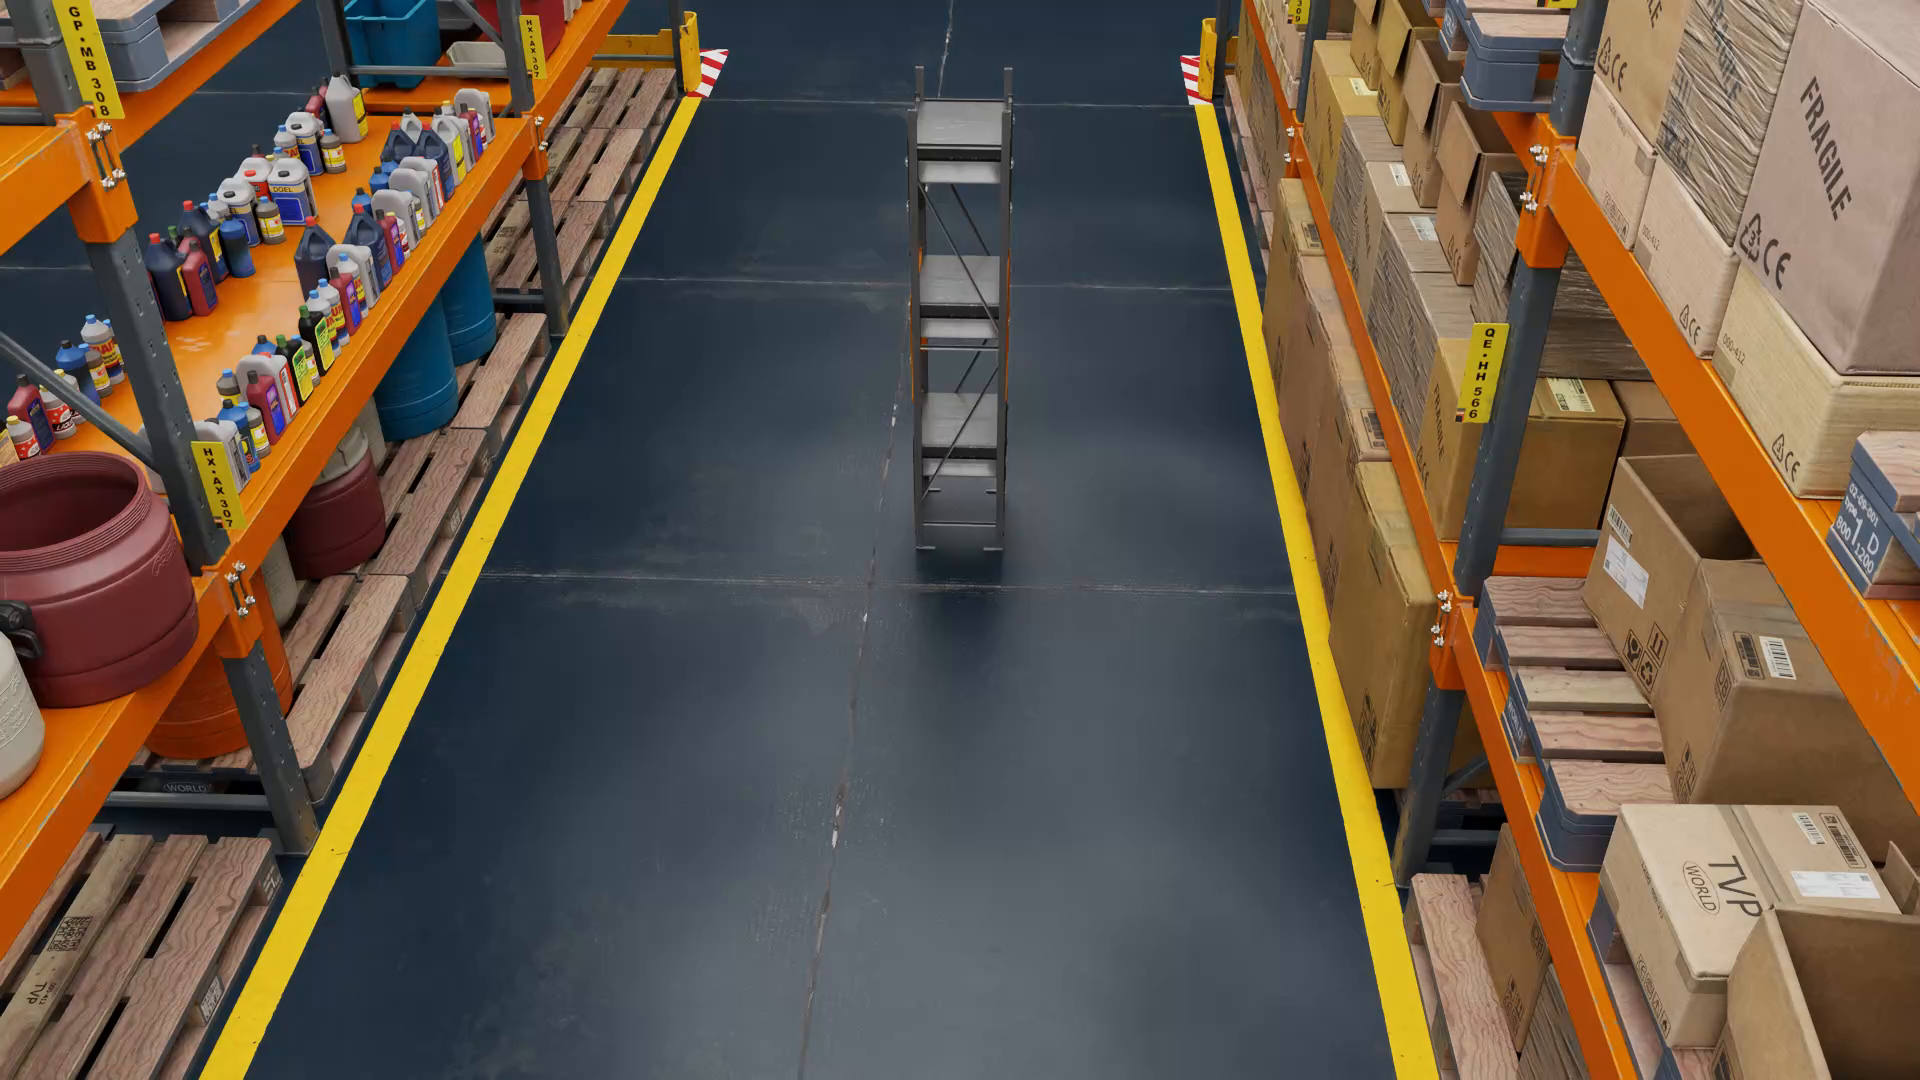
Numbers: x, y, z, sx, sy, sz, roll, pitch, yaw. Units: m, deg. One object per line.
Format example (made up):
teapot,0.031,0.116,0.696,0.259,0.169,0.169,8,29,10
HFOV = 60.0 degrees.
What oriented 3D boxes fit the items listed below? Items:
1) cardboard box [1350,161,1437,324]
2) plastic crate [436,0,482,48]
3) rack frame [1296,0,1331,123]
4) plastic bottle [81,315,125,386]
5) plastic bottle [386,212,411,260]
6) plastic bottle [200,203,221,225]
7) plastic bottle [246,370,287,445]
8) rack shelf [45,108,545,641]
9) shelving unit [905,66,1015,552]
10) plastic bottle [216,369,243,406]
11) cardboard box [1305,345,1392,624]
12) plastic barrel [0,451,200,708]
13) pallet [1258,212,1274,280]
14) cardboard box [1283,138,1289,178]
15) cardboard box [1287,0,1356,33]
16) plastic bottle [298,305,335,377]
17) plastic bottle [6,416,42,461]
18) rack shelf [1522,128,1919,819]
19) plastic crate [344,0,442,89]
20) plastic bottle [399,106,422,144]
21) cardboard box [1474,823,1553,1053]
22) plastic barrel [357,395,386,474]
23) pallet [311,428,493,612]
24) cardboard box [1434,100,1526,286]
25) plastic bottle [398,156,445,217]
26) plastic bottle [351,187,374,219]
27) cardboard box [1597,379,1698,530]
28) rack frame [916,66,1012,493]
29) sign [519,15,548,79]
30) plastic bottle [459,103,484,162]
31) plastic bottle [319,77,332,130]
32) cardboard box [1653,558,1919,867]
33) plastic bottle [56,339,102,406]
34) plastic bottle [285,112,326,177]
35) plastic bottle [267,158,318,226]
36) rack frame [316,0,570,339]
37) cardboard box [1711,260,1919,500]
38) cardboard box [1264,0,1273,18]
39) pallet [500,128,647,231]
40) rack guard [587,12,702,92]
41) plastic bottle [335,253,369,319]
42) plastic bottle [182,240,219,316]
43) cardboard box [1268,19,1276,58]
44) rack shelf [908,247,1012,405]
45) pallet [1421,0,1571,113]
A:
cardboard box,1.903,-1.204,6.767,0.500,0.500,0.500,2,35,3
plastic crate,-2.946,-2.970,9.555,0.437,0.125,0.590,1,35,2
rack frame,2.227,-2.295,8.406,1.000,3.000,0.127,1,35,2
plastic bottle,-3.245,-0.723,6.281,0.097,0.271,0.097,0,35,0
plastic bottle,-2.442,-1.316,7.187,0.097,0.201,0.097,0,35,0
plastic bottle,-3.204,-1.312,7.120,0.097,0.271,0.097,0,35,0
plastic bottle,-2.484,-0.492,5.943,0.061,0.283,0.133,1,35,2
rack shelf,-2.803,-0.966,7.141,1.077,0.370,4.000,1,35,2
shelving unit,0.007,-0.954,7.282,0.431,2.100,0.503,1,35,2
plastic bottle,-2.649,-0.529,6.066,0.097,0.201,0.097,0,35,0
cardboard box,2.158,-0.207,6.918,1.225,0.875,0.875,1,35,2
plastic barrel,-2.599,0.107,4.871,0.600,0.536,0.708,1,35,2
pallet,2.335,-1.589,9.827,1.003,0.211,1.213,1,35,2
cardboard box,2.333,-1.974,9.433,0.875,0.875,0.875,1,35,2
cardboard box,1.978,-2.932,8.533,0.500,0.500,0.500,2,35,3
plastic bottle,-2.464,-0.779,6.351,0.061,0.283,0.133,1,35,2
plastic bottle,-3.270,-0.338,5.795,0.097,0.201,0.097,0,35,0
rack shelf,1.986,0.220,2.846,1.077,0.370,4.000,1,35,2
plastic crate,-3.044,-2.703,8.949,0.392,0.384,0.575,1,35,2
plastic bottle,-2.576,-1.856,7.826,0.144,0.351,0.185,1,35,2
cardboard box,2.059,1.232,5.180,0.700,0.500,0.500,0,35,-1
plastic barrel,-2.902,-0.522,7.682,0.421,0.512,0.421,0,35,0
pallet,-2.841,-0.123,7.741,1.003,0.211,1.213,1,35,2
cardboard box,2.140,-1.242,5.949,0.797,0.503,0.637,2,35,3
plastic bottle,-2.450,-1.625,7.561,0.152,0.276,0.135,1,35,2
plastic bottle,-2.590,-1.404,7.252,0.097,0.271,0.097,0,35,0
cardboard box,2.357,-0.310,5.496,0.500,0.500,0.500,2,35,3
rack frame,0.016,-1.094,7.481,0.400,2.100,0.015,1,35,2
sign,-2.173,-2.508,8.470,0.100,0.325,0.005,1,35,2
plastic bottle,-2.379,-1.993,8.079,0.061,0.283,0.133,1,35,2
plastic bottle,-3.163,-2.160,8.317,0.061,0.283,0.133,1,35,2
cardboard box,2.162,0.425,4.084,0.700,0.500,0.500,6,36,9
plastic bottle,-3.253,-0.611,6.122,0.097,0.271,0.097,0,35,0
plastic bottle,-3.136,-1.891,7.940,0.152,0.276,0.135,1,35,2
plastic bottle,-3.007,-1.566,7.477,0.152,0.276,0.135,1,35,2
rack frame,-2.722,-2.409,8.569,1.000,3.000,0.127,1,35,2
cardboard box,1.761,-0.308,3.101,0.500,0.250,0.500,2,35,3
cardboard box,2.021,-3.205,9.574,0.500,0.250,0.500,2,35,3
pallet,-2.685,-2.394,10.973,1.003,0.211,1.213,1,35,2
rack guard,-2.574,-3.699,12.578,1.175,0.500,0.348,1,35,2
plastic bottle,-2.464,-1.029,6.717,0.097,0.271,0.097,0,35,0
plastic bottle,-3.096,-1.065,6.758,0.061,0.283,0.133,1,35,2
cardboard box,1.942,-2.818,9.369,0.380,0.149,0.250,2,35,3
rack shelf,0.007,-0.943,7.289,0.431,0.518,0.480,1,35,2
pallet,2.039,-1.518,4.856,1.213,0.211,1.003,3,35,4
